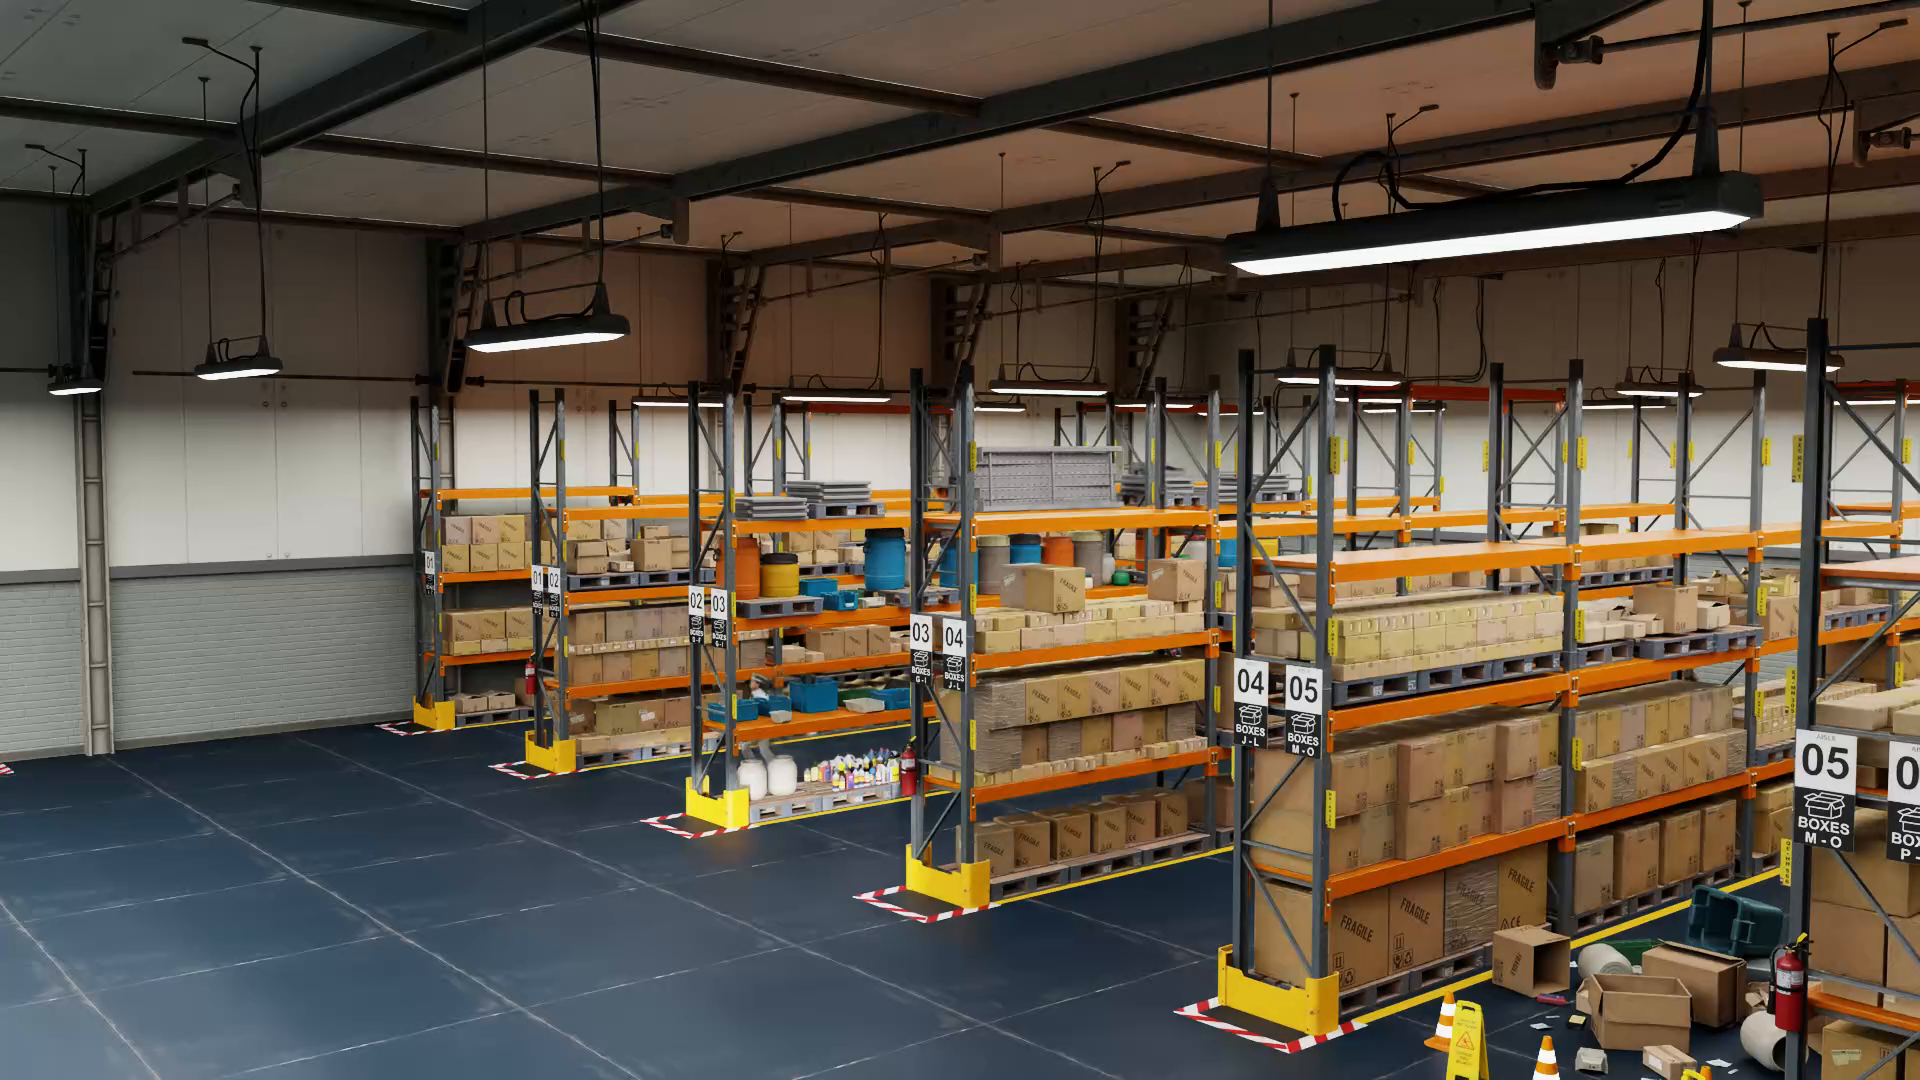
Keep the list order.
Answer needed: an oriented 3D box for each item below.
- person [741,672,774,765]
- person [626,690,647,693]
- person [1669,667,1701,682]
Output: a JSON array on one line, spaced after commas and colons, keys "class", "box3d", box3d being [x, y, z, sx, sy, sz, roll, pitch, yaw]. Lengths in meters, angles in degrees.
[{"class": "person", "box3d": [-3.050, 2.854, 25.119, 0.681, 1.733, 0.580, -2, 4, -34]}, {"class": "person", "box3d": [-5.799, 2.554, 29.964, 0.702, 1.739, 0.705, 2, 4, 34]}, {"class": "person", "box3d": [13.183, 2.490, 30.292, 0.728, 1.765, 0.931, -1, 3, -15]}]
